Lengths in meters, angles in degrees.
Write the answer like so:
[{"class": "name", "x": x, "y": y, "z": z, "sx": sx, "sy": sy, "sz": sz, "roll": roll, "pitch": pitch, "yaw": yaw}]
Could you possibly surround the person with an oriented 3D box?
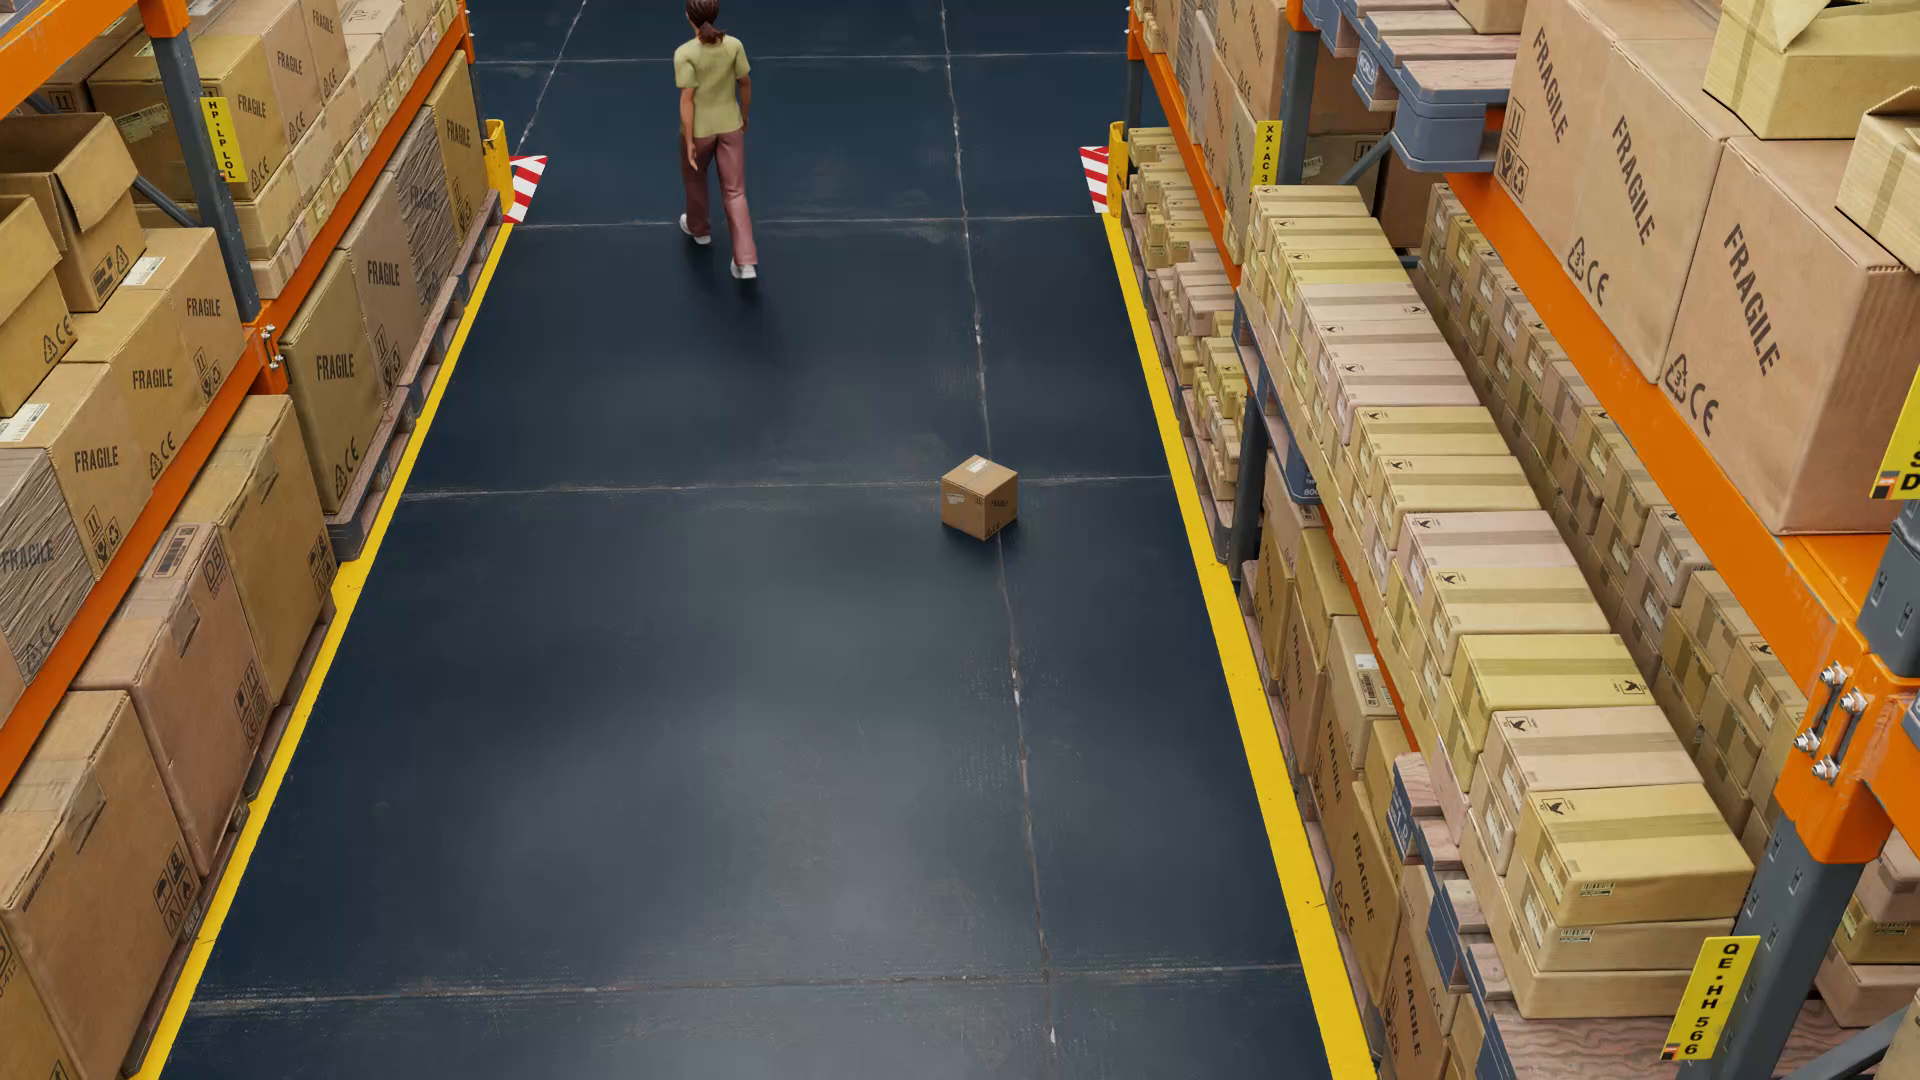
[{"class": "person", "x": -1.384, "y": -2.338, "z": 9.448, "sx": 0.458, "sy": 1.617, "sz": 1.057, "roll": -13, "pitch": 37, "yaw": -18}]
